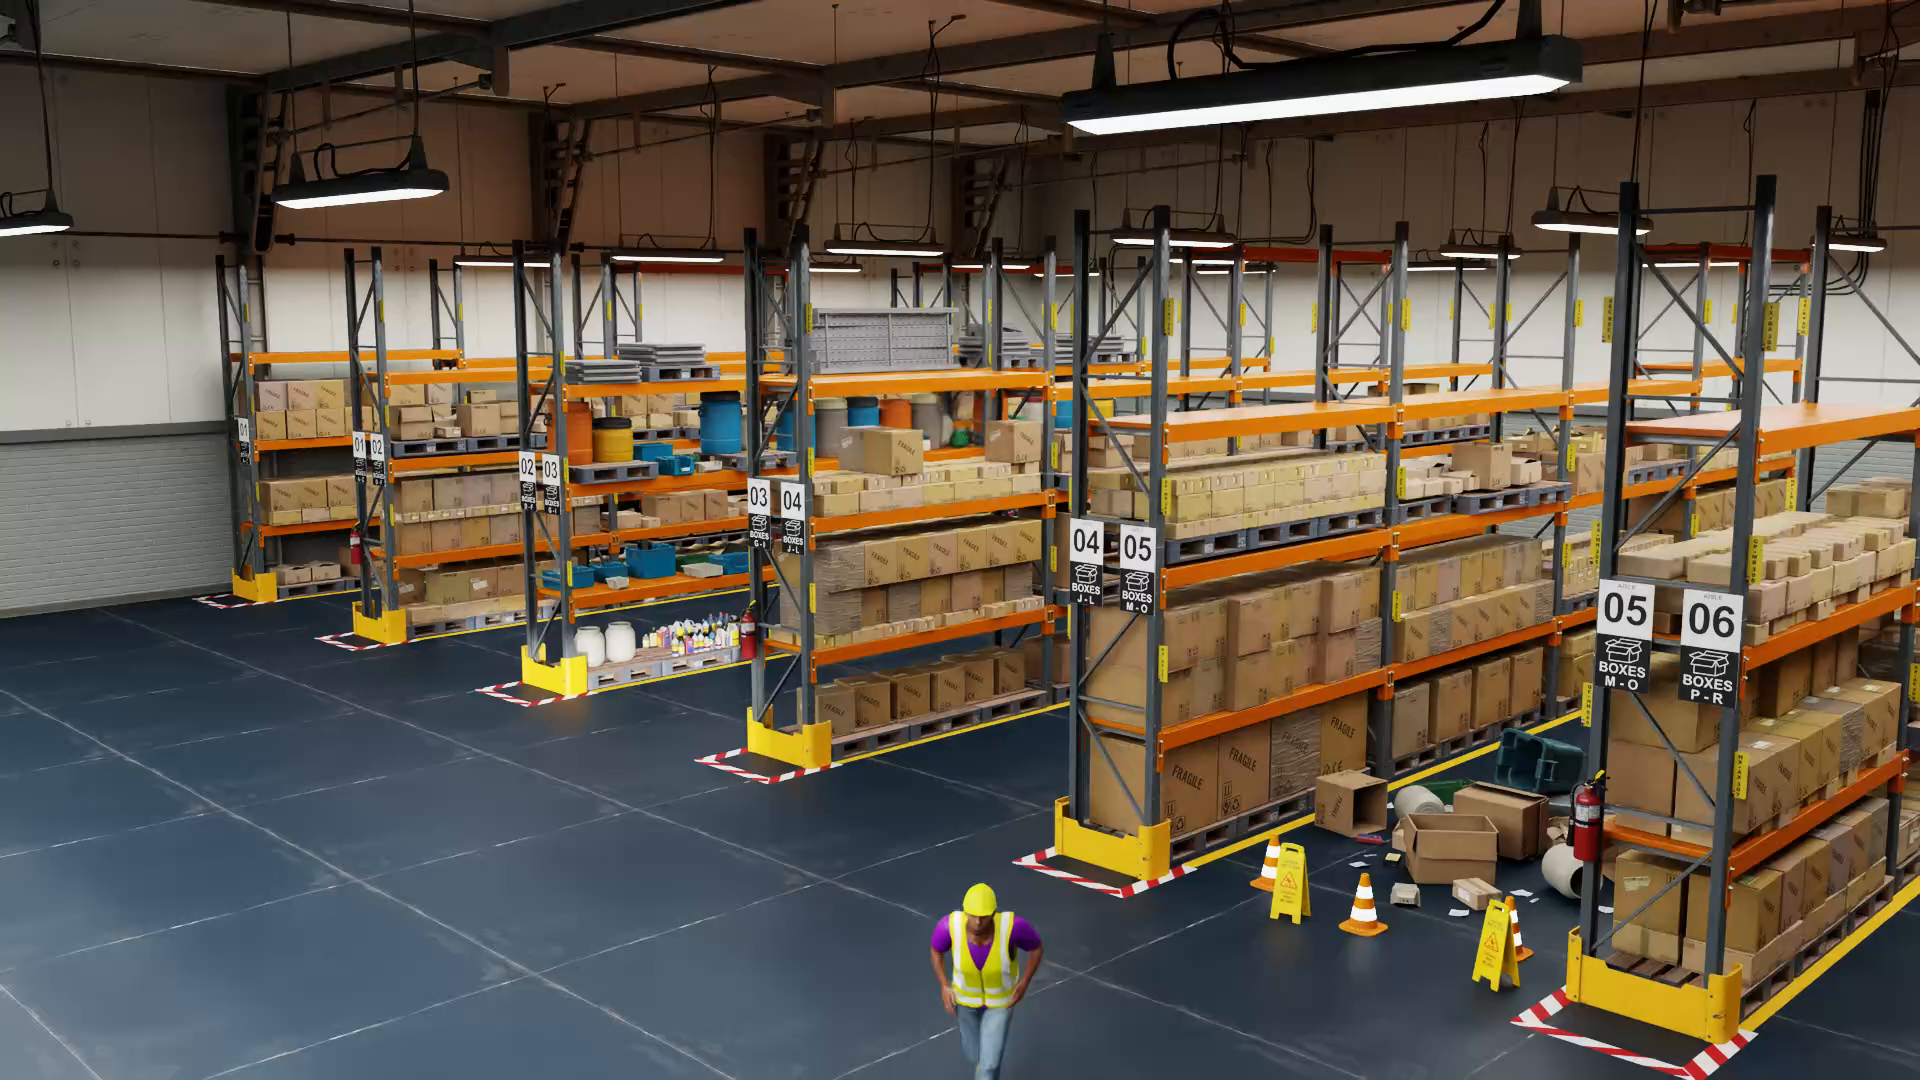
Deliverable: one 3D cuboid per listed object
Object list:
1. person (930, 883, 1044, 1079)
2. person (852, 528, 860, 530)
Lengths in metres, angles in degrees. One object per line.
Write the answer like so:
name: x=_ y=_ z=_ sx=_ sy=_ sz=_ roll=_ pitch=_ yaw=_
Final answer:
person: x=0.170 y=2.884 z=10.466 sx=0.709 sy=1.709 sz=0.984 roll=0 pitch=8 yaw=3
person: x=-1.769 y=-0.249 z=30.104 sx=0.725 sy=1.801 sz=0.773 roll=5 pitch=9 yaw=29
